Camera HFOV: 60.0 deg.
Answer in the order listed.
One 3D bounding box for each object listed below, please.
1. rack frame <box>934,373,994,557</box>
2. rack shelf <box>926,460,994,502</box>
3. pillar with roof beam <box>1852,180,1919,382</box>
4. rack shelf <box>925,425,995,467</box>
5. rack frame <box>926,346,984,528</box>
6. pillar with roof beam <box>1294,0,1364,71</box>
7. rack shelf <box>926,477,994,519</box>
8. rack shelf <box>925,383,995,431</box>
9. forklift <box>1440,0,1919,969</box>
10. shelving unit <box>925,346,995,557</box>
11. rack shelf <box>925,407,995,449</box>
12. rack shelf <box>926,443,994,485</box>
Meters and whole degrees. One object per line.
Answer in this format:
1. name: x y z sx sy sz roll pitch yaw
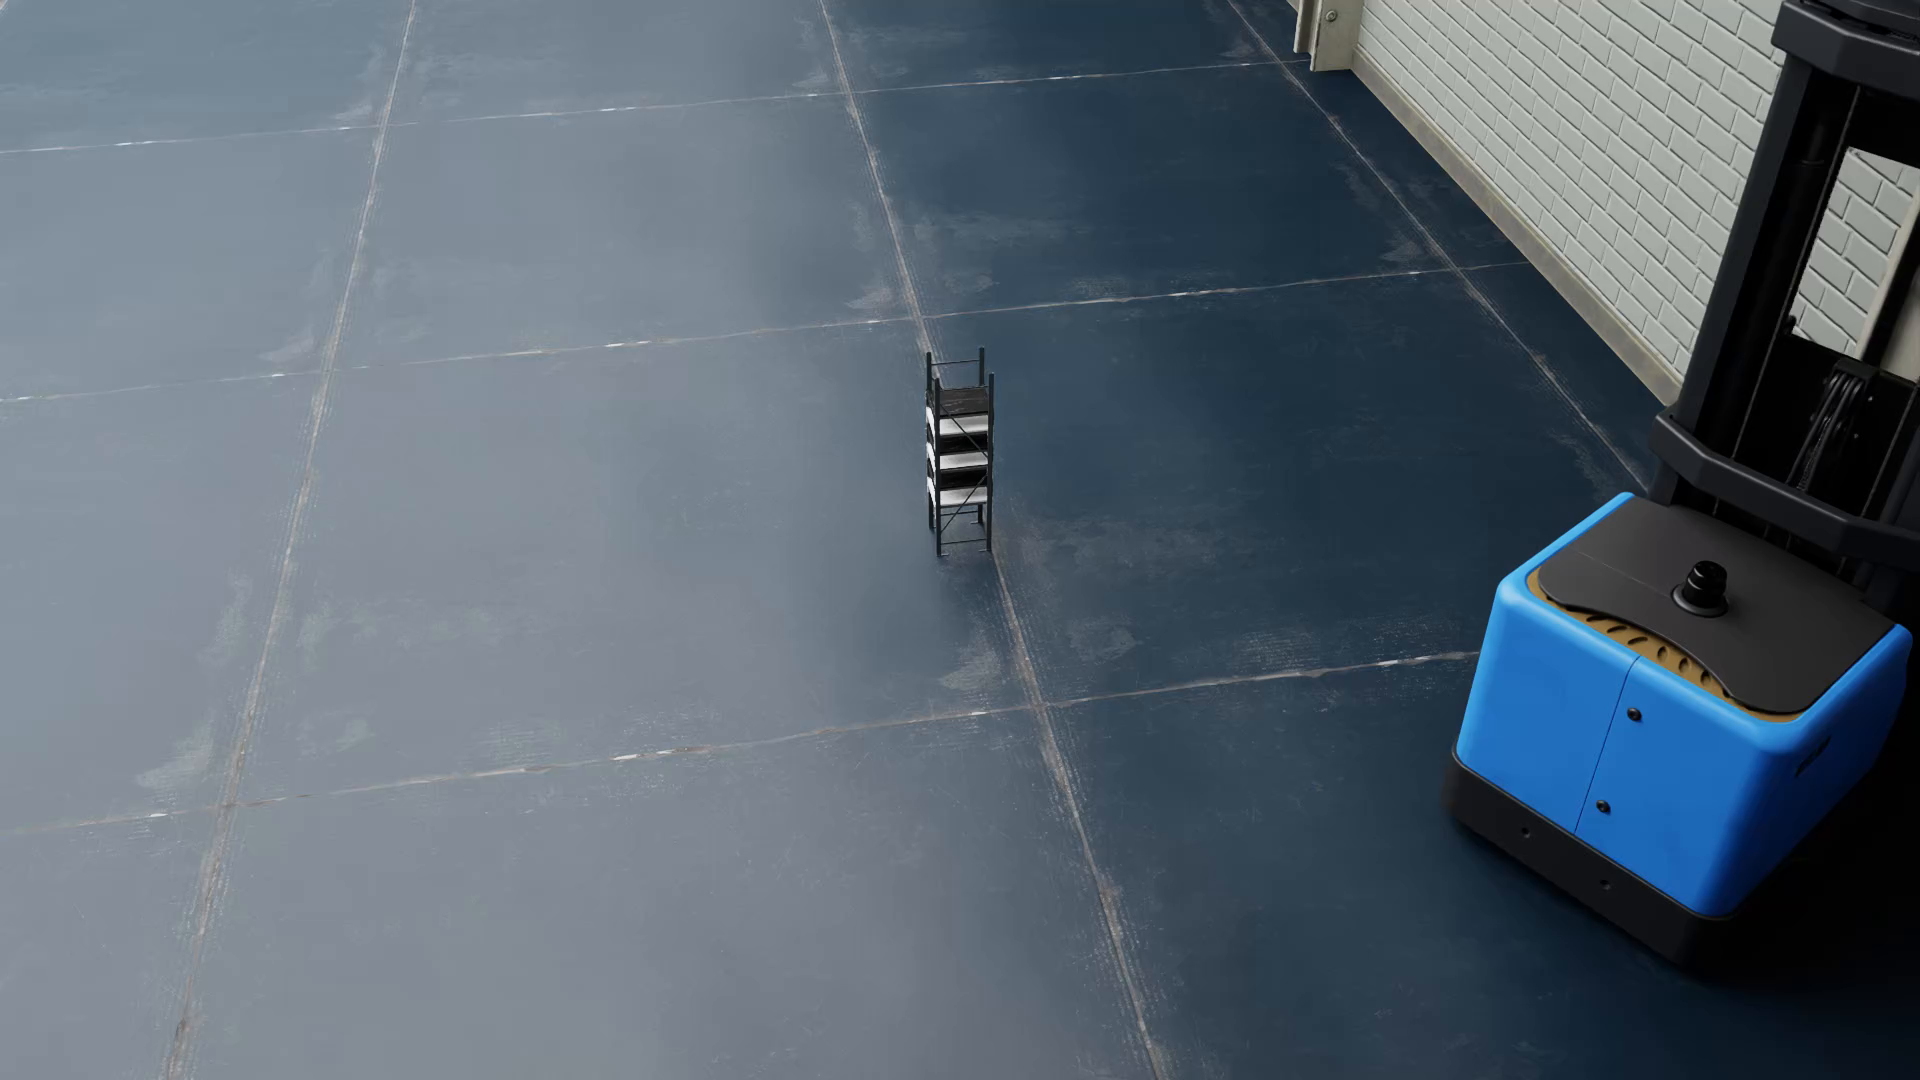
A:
1. rack frame: 0.016 -0.299 6.901 0.240 0.900 0.006 -6 38 -8
2. rack shelf: -0.001 -0.263 7.056 0.258 0.077 0.200 -6 38 -8
3. pillar with roof beam: -0.659 -2.808 3.530 9.100 9.000 0.400 -6 38 -8
4. rack shelf: -0.001 -0.405 6.945 0.258 0.077 0.200 -6 38 -8
5. rack frame: -0.019 -0.422 7.059 0.240 0.900 0.006 -6 38 -8
6. pillar with roof beam: -1.711 -6.432 8.195 9.100 9.000 0.400 -6 38 -8
7. rack shelf: -0.001 -0.192 7.111 0.258 0.077 0.200 -6 38 -8
8. rack shelf: -0.001 -0.547 6.835 0.258 0.077 0.200 -6 38 -8
9. forklift: 3.150 -0.549 5.568 3.031 2.935 1.130 -29 46 -32
10. shelving unit: -0.001 -0.360 6.980 0.258 0.900 0.210 -6 38 -8
11. rack shelf: -0.001 -0.476 6.890 0.258 0.077 0.200 -6 38 -8
12. rack shelf: -0.001 -0.334 7.001 0.258 0.077 0.200 -6 38 -8
